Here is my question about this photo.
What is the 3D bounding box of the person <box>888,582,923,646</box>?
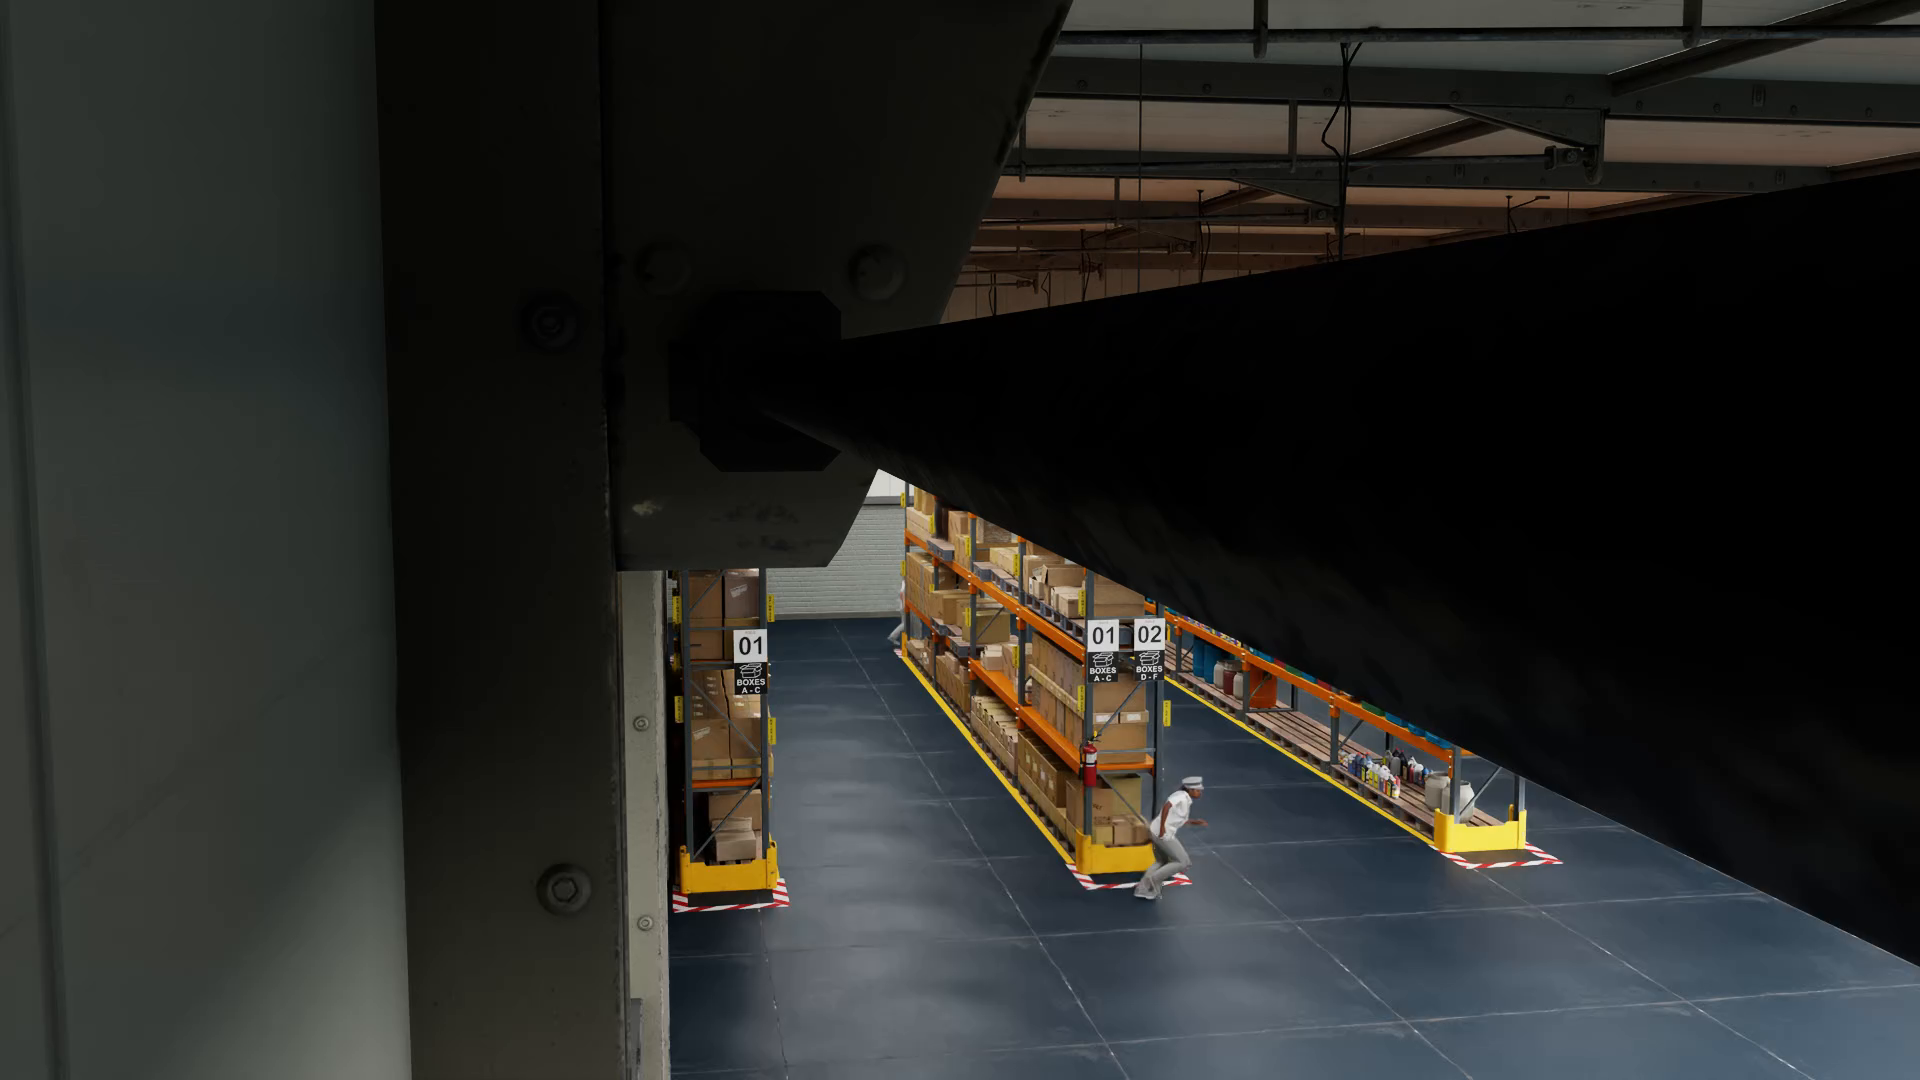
[{"bbox_3d":[-1.174,1.568,37.534,0.927,1.809,0.691,-1,6,-13],"label":"person"}]

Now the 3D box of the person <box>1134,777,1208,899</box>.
[{"bbox_3d":[2.502,3.549,19.692,0.869,1.489,0.604,0,6,4],"label":"person"}]
